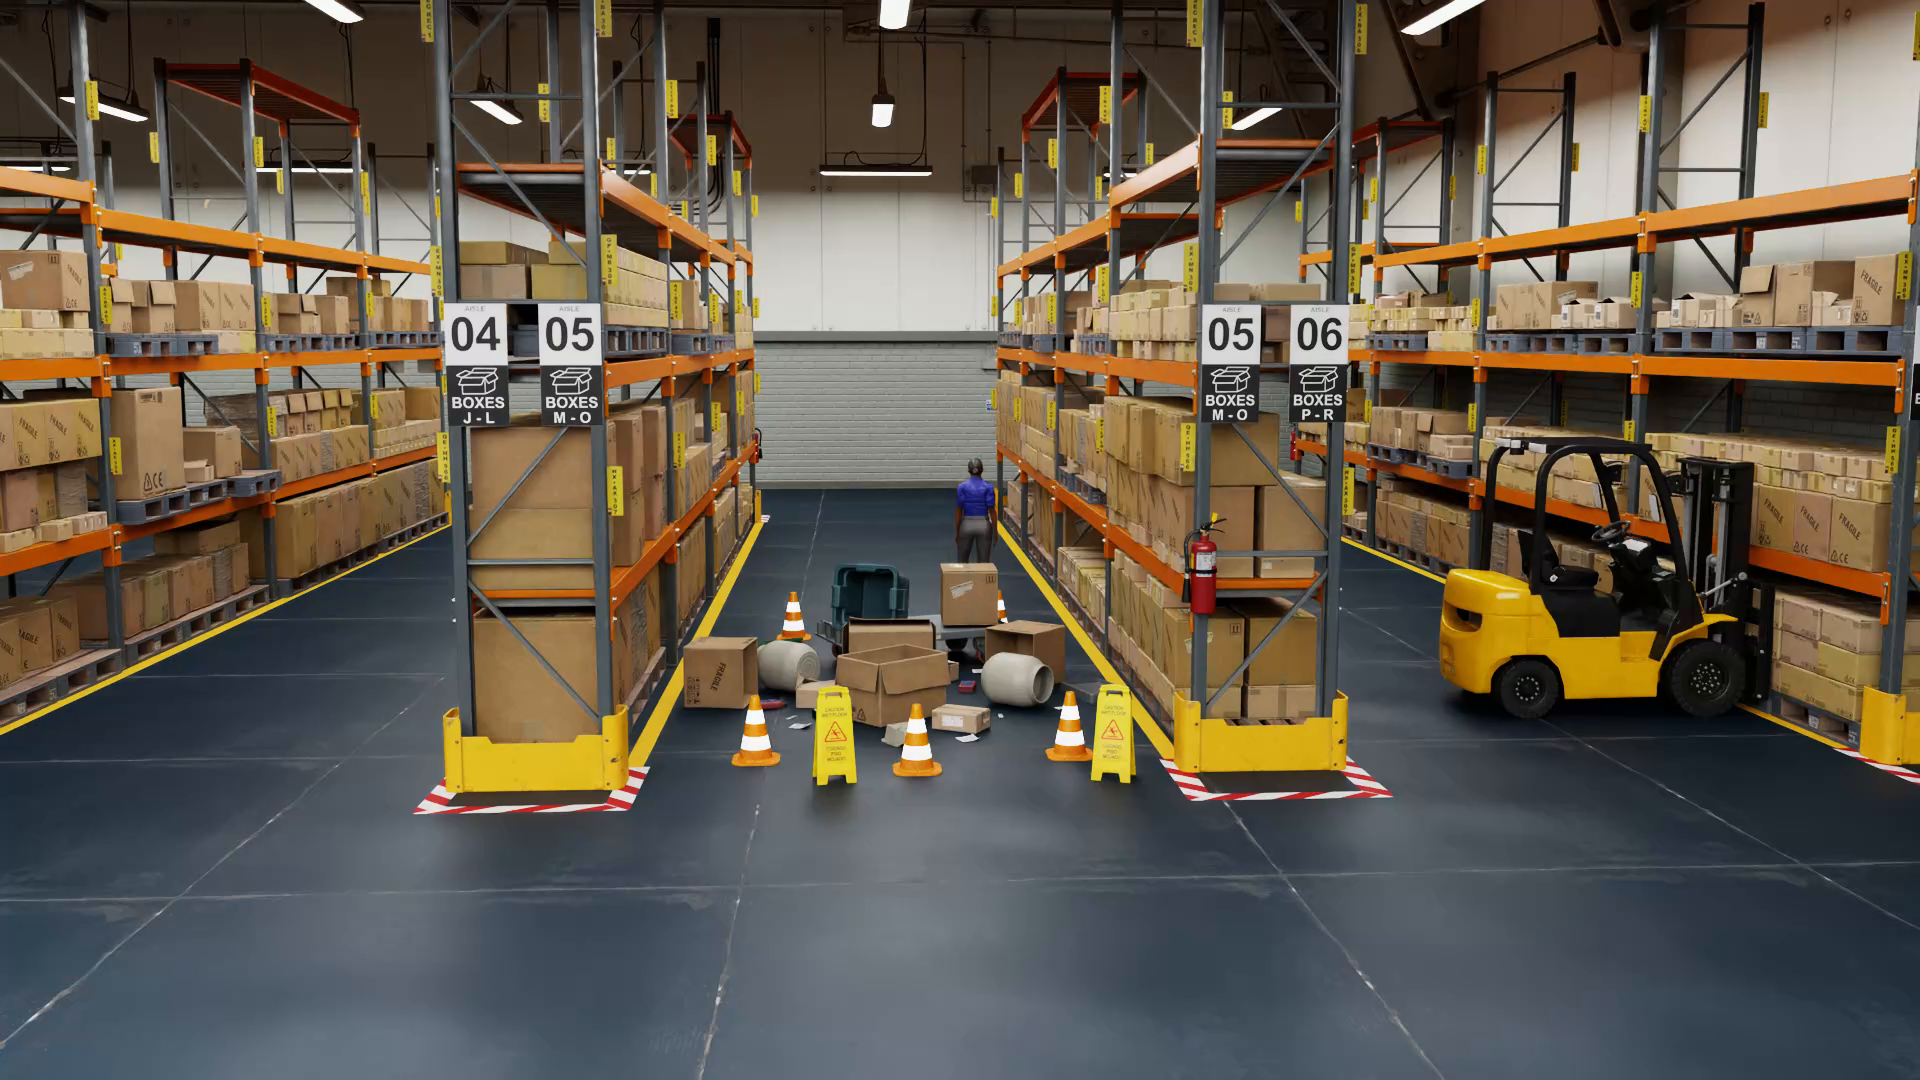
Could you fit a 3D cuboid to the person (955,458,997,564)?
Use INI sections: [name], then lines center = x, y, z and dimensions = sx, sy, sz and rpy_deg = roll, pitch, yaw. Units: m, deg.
[person]
center = 0.160, -0.084, 18.422
dimensions = 0.511, 1.667, 0.348
rpy_deg = 1, 7, 4
